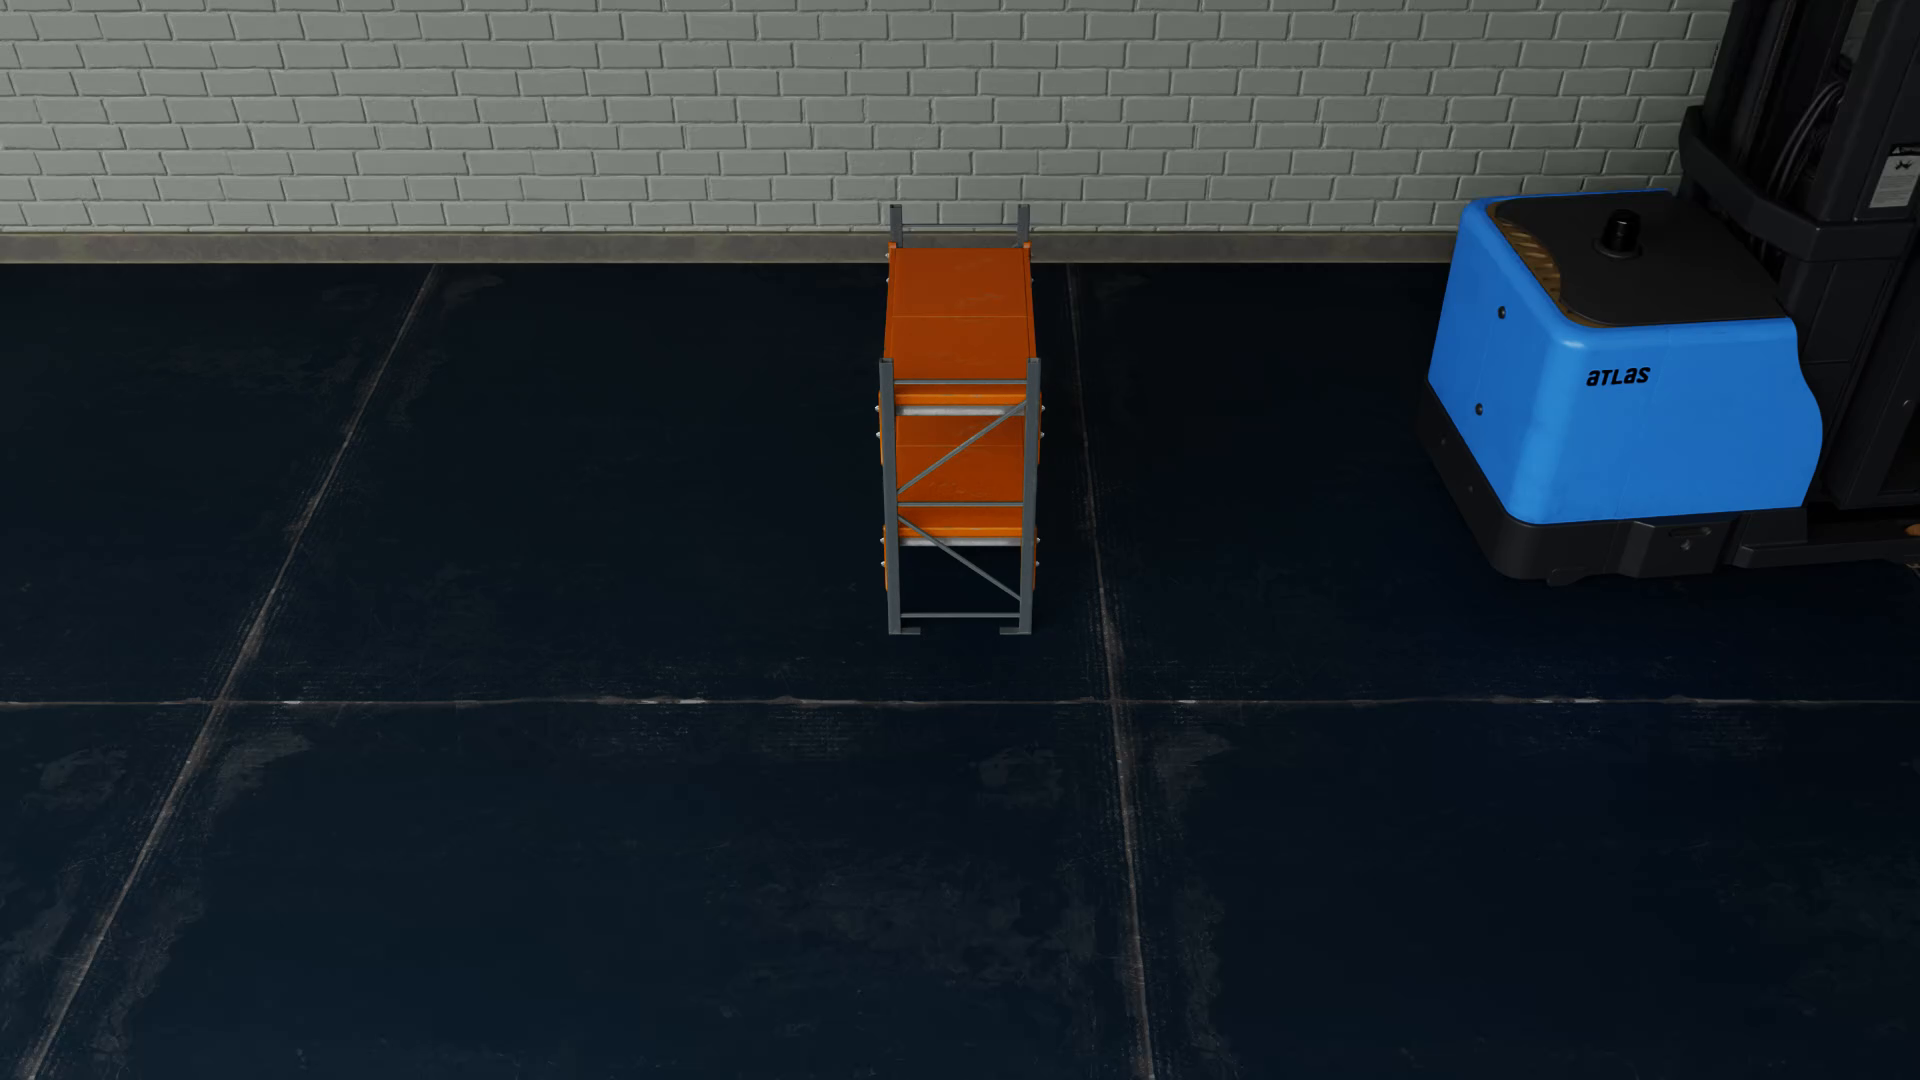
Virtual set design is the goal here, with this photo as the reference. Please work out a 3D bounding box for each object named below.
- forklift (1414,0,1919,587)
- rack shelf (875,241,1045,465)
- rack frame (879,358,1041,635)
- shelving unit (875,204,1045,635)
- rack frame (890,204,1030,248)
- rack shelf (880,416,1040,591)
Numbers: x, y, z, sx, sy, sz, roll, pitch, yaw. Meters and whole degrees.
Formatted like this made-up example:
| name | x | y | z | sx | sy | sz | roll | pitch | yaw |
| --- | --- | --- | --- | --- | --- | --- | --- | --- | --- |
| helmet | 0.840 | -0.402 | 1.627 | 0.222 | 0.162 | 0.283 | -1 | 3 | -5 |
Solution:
| name | x | y | z | sx | sy | sz | roll | pitch | yaw |
| --- | --- | --- | --- | --- | --- | --- | --- | --- | --- |
| forklift | 3.378 | -1.367 | 5.613 | 3.031 | 2.935 | 1.130 | -4 | 39 | -5 |
| rack shelf | 0.000 | -0.663 | 5.710 | 0.538 | 0.278 | 1.000 | 0 | 39 | 0 |
| rack frame | 0.001 | -0.117 | 5.496 | 0.500 | 1.125 | 0.032 | 0 | 39 | 0 |
| shelving unit | 0.000 | -0.435 | 5.893 | 0.538 | 1.125 | 1.048 | 0 | 39 | 0 |
| rack frame | -0.001 | -0.753 | 6.290 | 0.500 | 1.125 | 0.032 | 0 | 39 | 0 |
| rack shelf | 0.000 | -0.244 | 6.046 | 0.538 | 0.278 | 1.000 | 0 | 39 | 0 |
